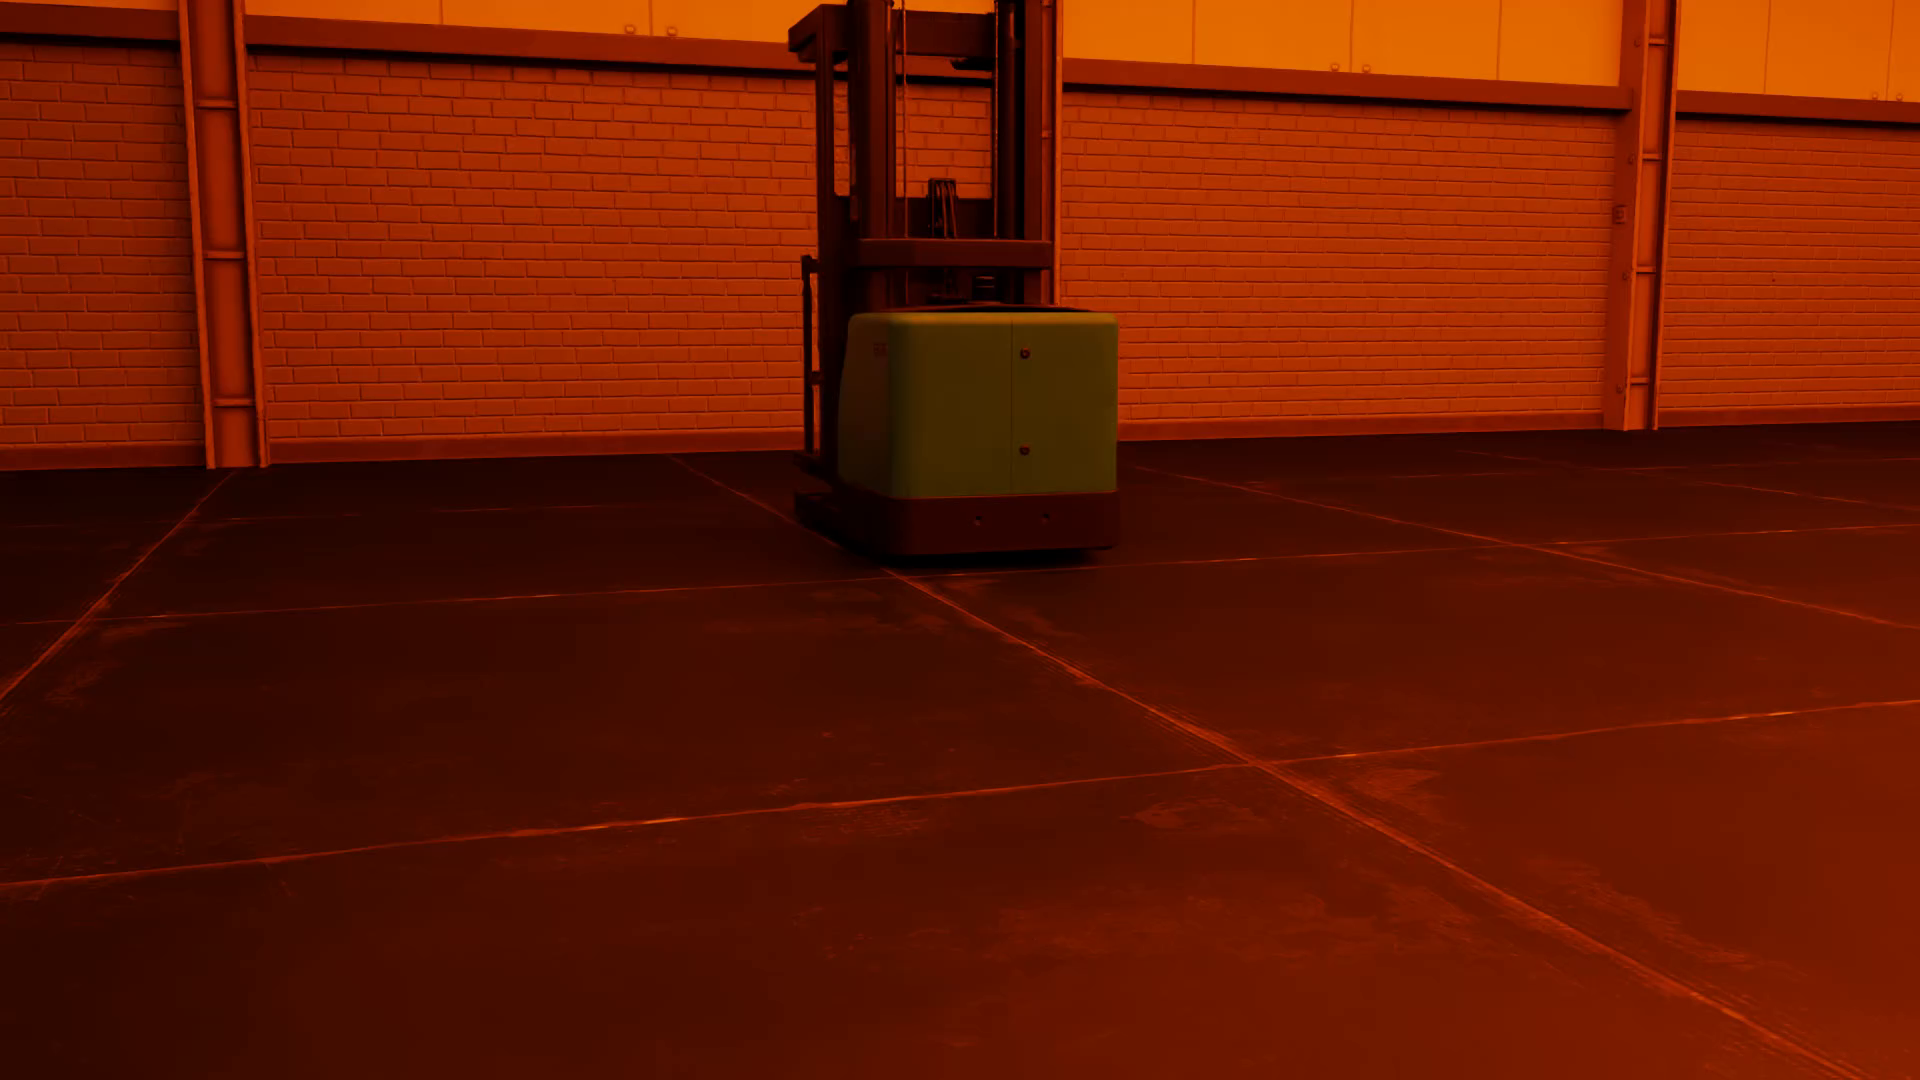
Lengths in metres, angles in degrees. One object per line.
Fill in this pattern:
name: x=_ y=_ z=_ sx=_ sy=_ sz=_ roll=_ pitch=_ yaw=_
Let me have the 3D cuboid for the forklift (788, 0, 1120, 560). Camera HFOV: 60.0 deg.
forklift: x=-0.225 y=-1.529 z=8.289 sx=1.130 sy=2.935 sz=3.031 roll=-2 pitch=8 yaw=-17
